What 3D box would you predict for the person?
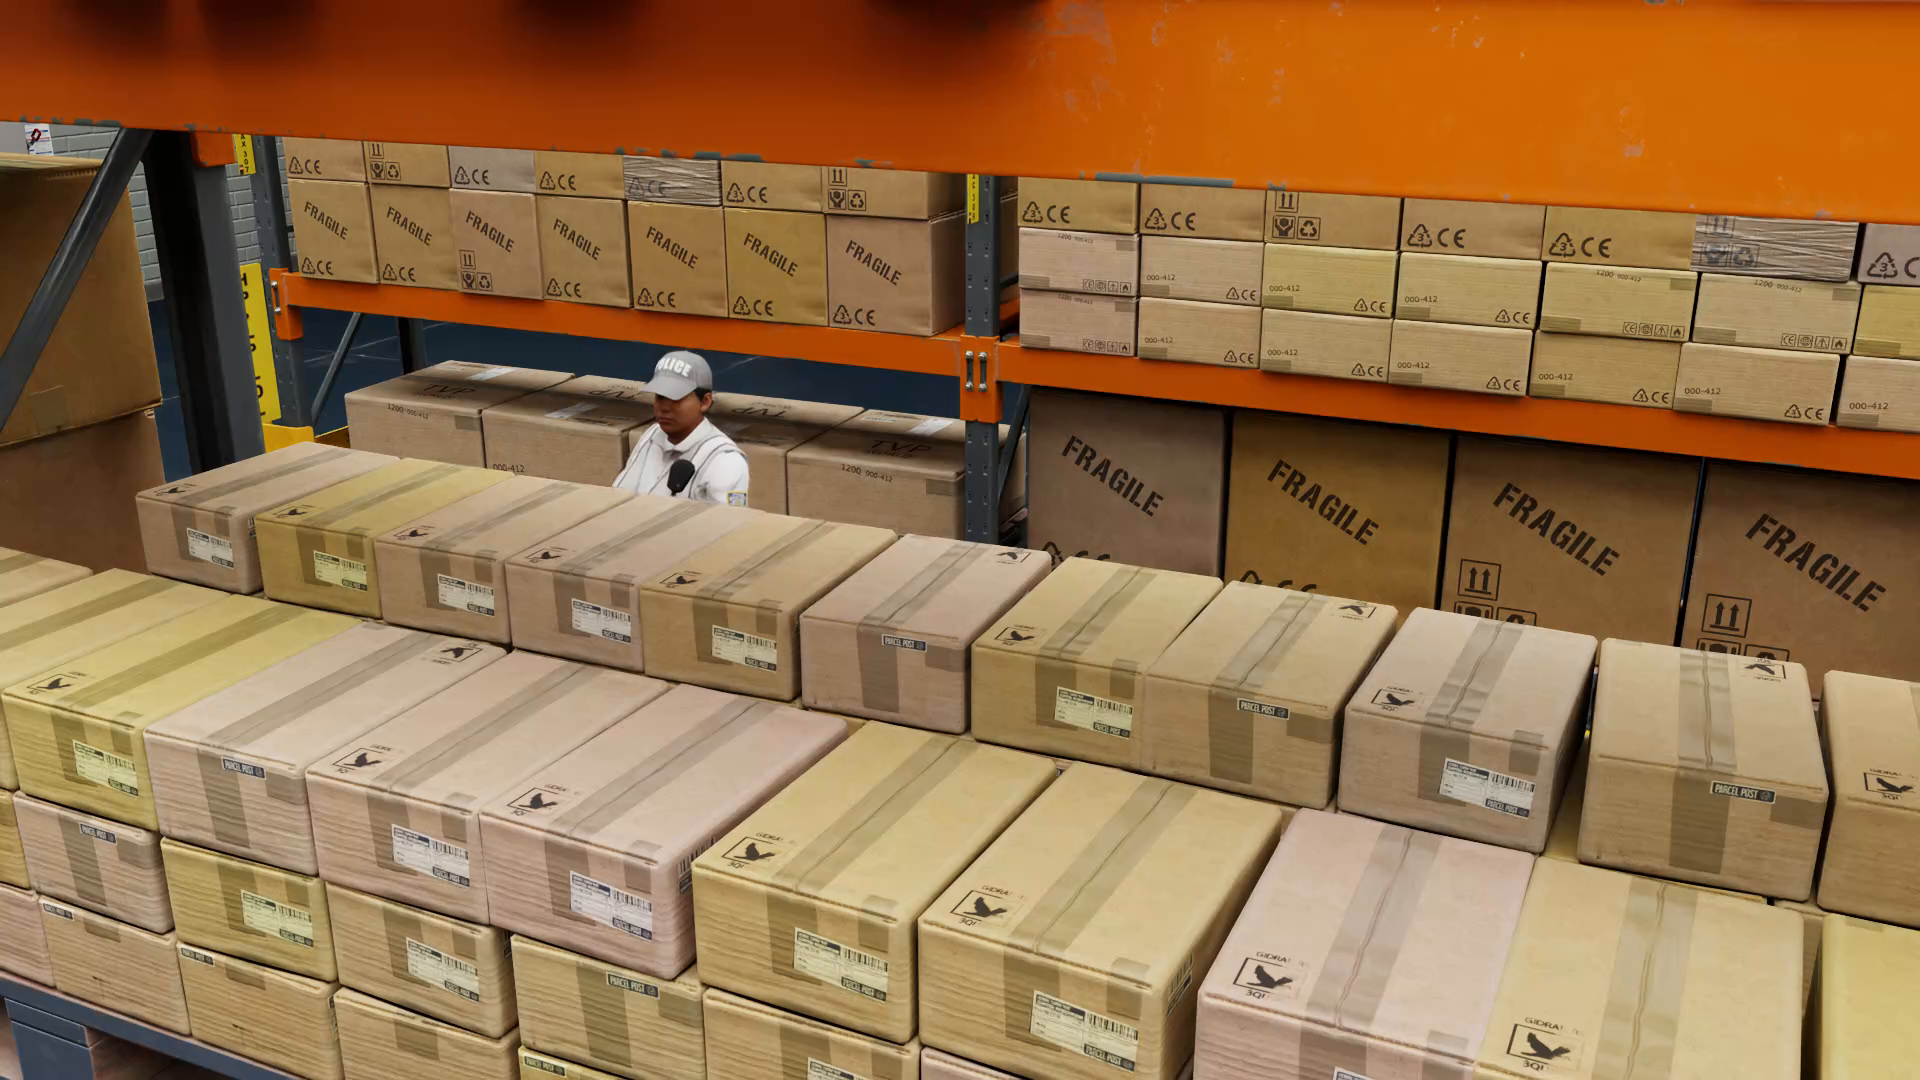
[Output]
[{"bbox_3d":[-0.914,0.251,5.361,0.528,1.735,0.456,15,24,37],"label":"person"}]
